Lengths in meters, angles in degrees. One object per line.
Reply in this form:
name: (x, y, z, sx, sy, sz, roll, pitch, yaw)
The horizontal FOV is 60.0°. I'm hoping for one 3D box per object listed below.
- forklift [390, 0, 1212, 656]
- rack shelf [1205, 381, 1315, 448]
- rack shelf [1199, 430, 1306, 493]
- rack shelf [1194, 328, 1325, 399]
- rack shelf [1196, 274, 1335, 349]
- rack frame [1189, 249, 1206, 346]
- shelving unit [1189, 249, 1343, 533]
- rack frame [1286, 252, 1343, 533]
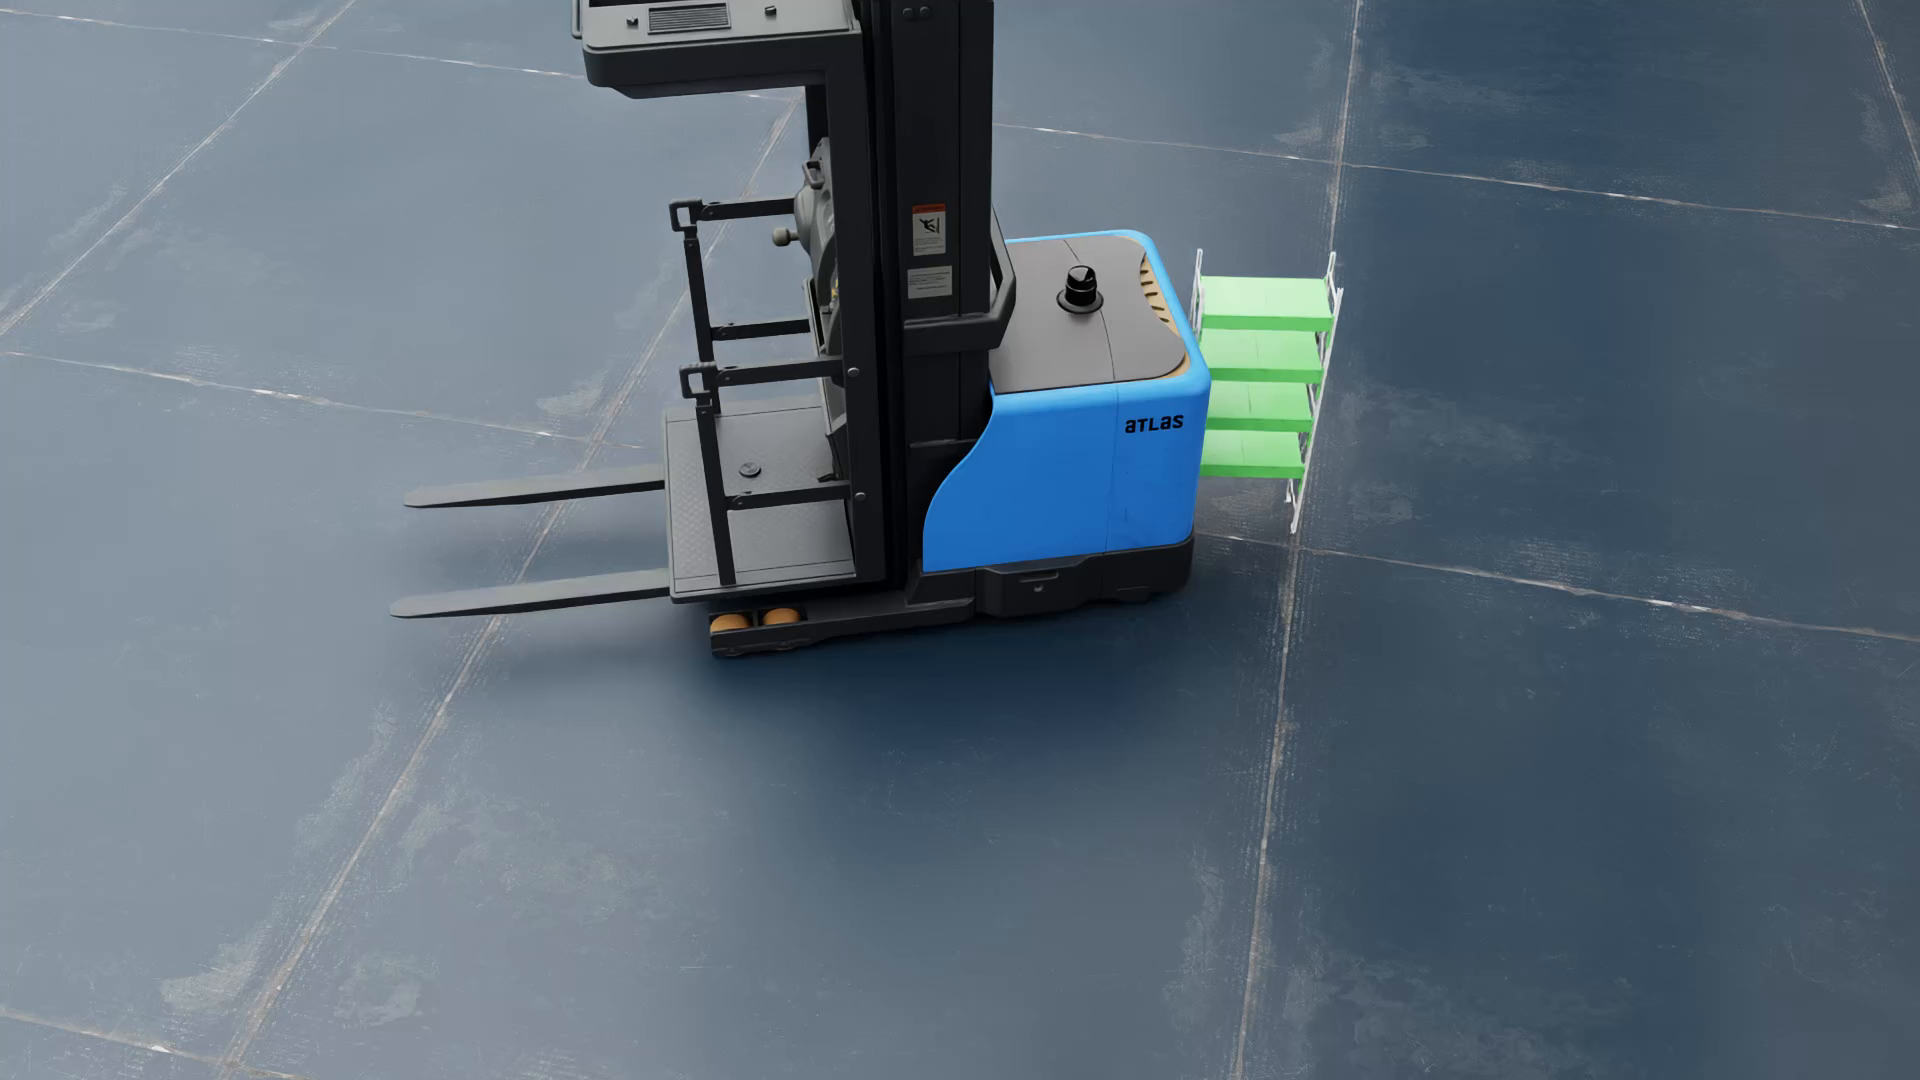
forklift: (-0.664, -1.012, 5.688, 3.031, 2.935, 1.130, -6, 44, -7)
rack shelf: (1.122, -0.504, 6.500, 0.480, 0.148, 0.258, 2, 44, 2)
rack shelf: (1.122, -0.331, 6.666, 0.480, 0.148, 0.258, 2, 44, 2)
rack shelf: (1.123, -0.677, 6.333, 0.480, 0.148, 0.258, 2, 44, 2)
rack shelf: (1.123, -0.850, 6.167, 0.480, 0.148, 0.258, 2, 44, 2)
rack frame: (0.878, -0.557, 6.462, 0.015, 1.200, 0.240, 2, 44, 2)
shelving unit: (1.122, -0.550, 6.455, 0.503, 1.200, 0.258, 2, 44, 2)
rack frame: (1.366, -0.543, 6.449, 0.015, 1.200, 0.240, 2, 44, 2)
